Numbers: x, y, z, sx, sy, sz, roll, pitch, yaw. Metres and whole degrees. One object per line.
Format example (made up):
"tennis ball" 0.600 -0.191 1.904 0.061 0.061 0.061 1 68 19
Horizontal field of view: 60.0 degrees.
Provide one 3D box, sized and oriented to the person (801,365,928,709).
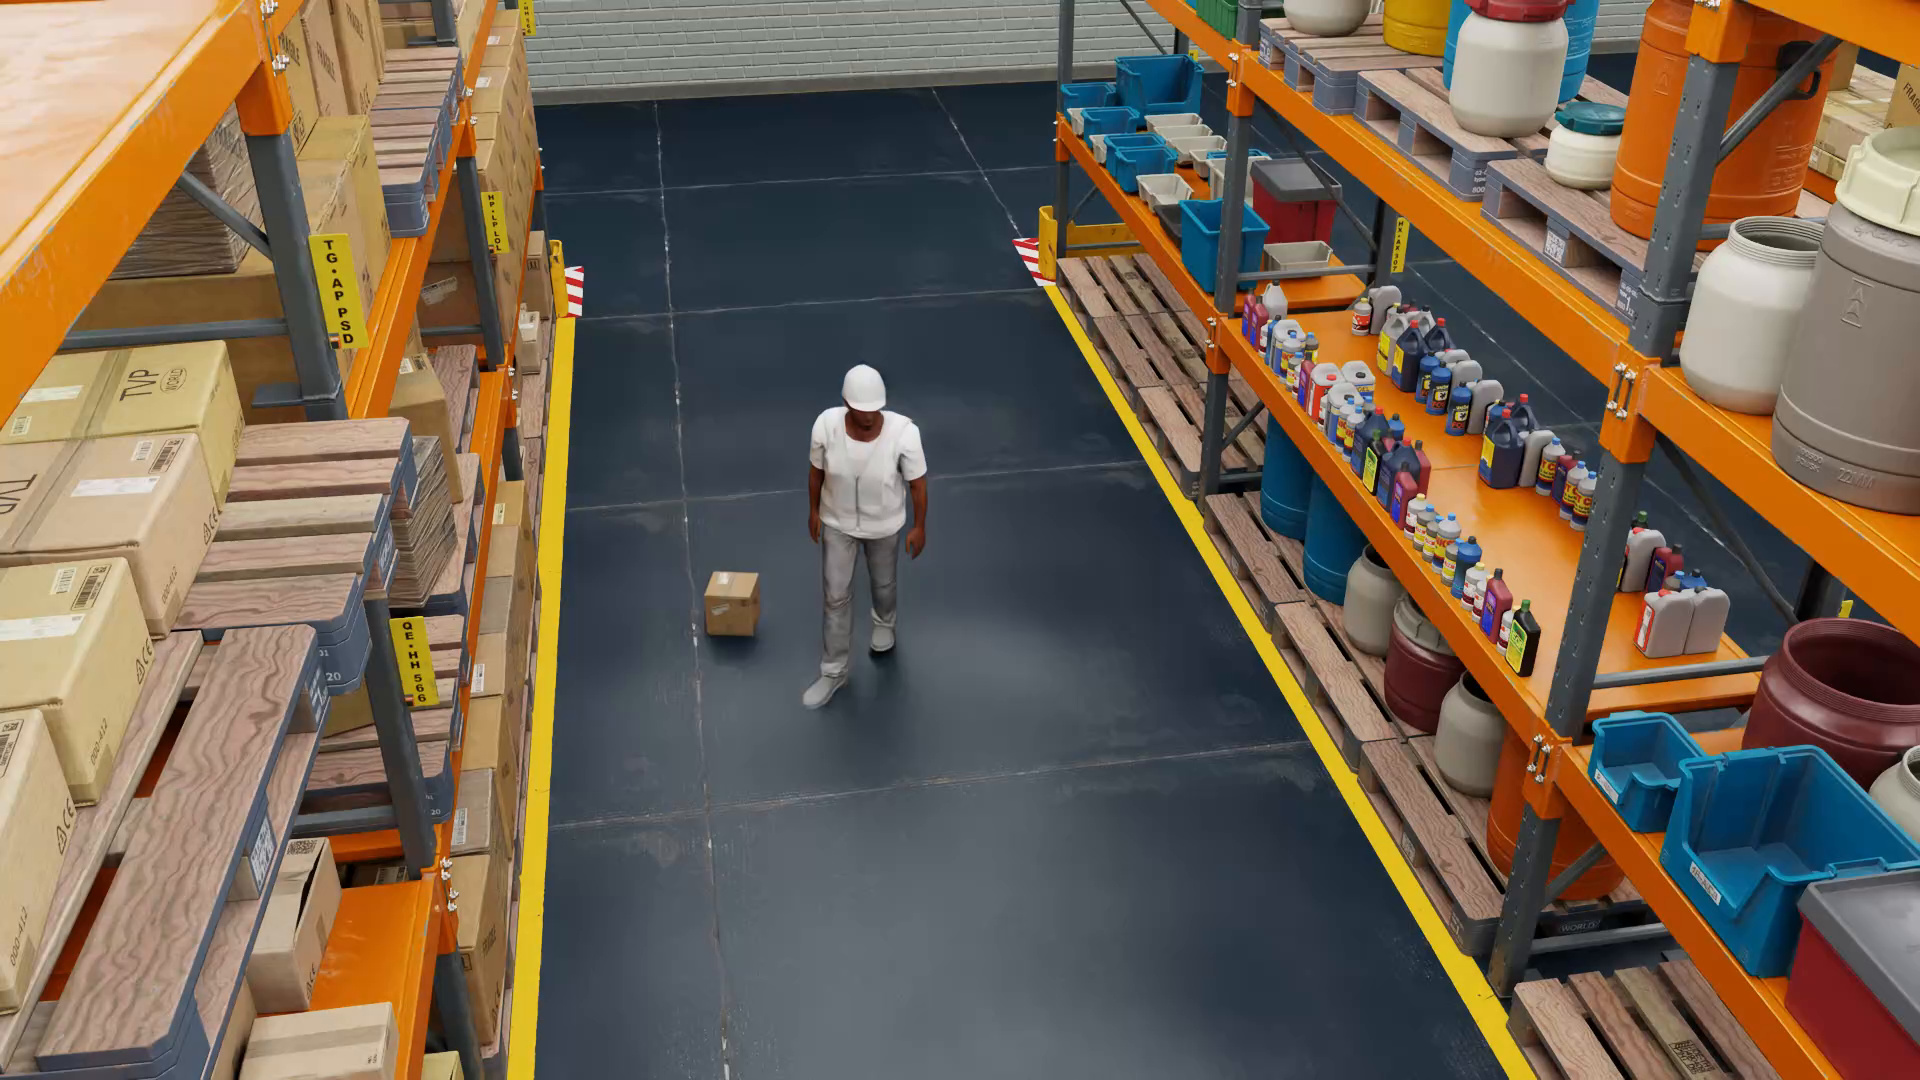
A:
"person" -0.469 -0.082 8.275 0.624 1.765 0.785 2 31 4
